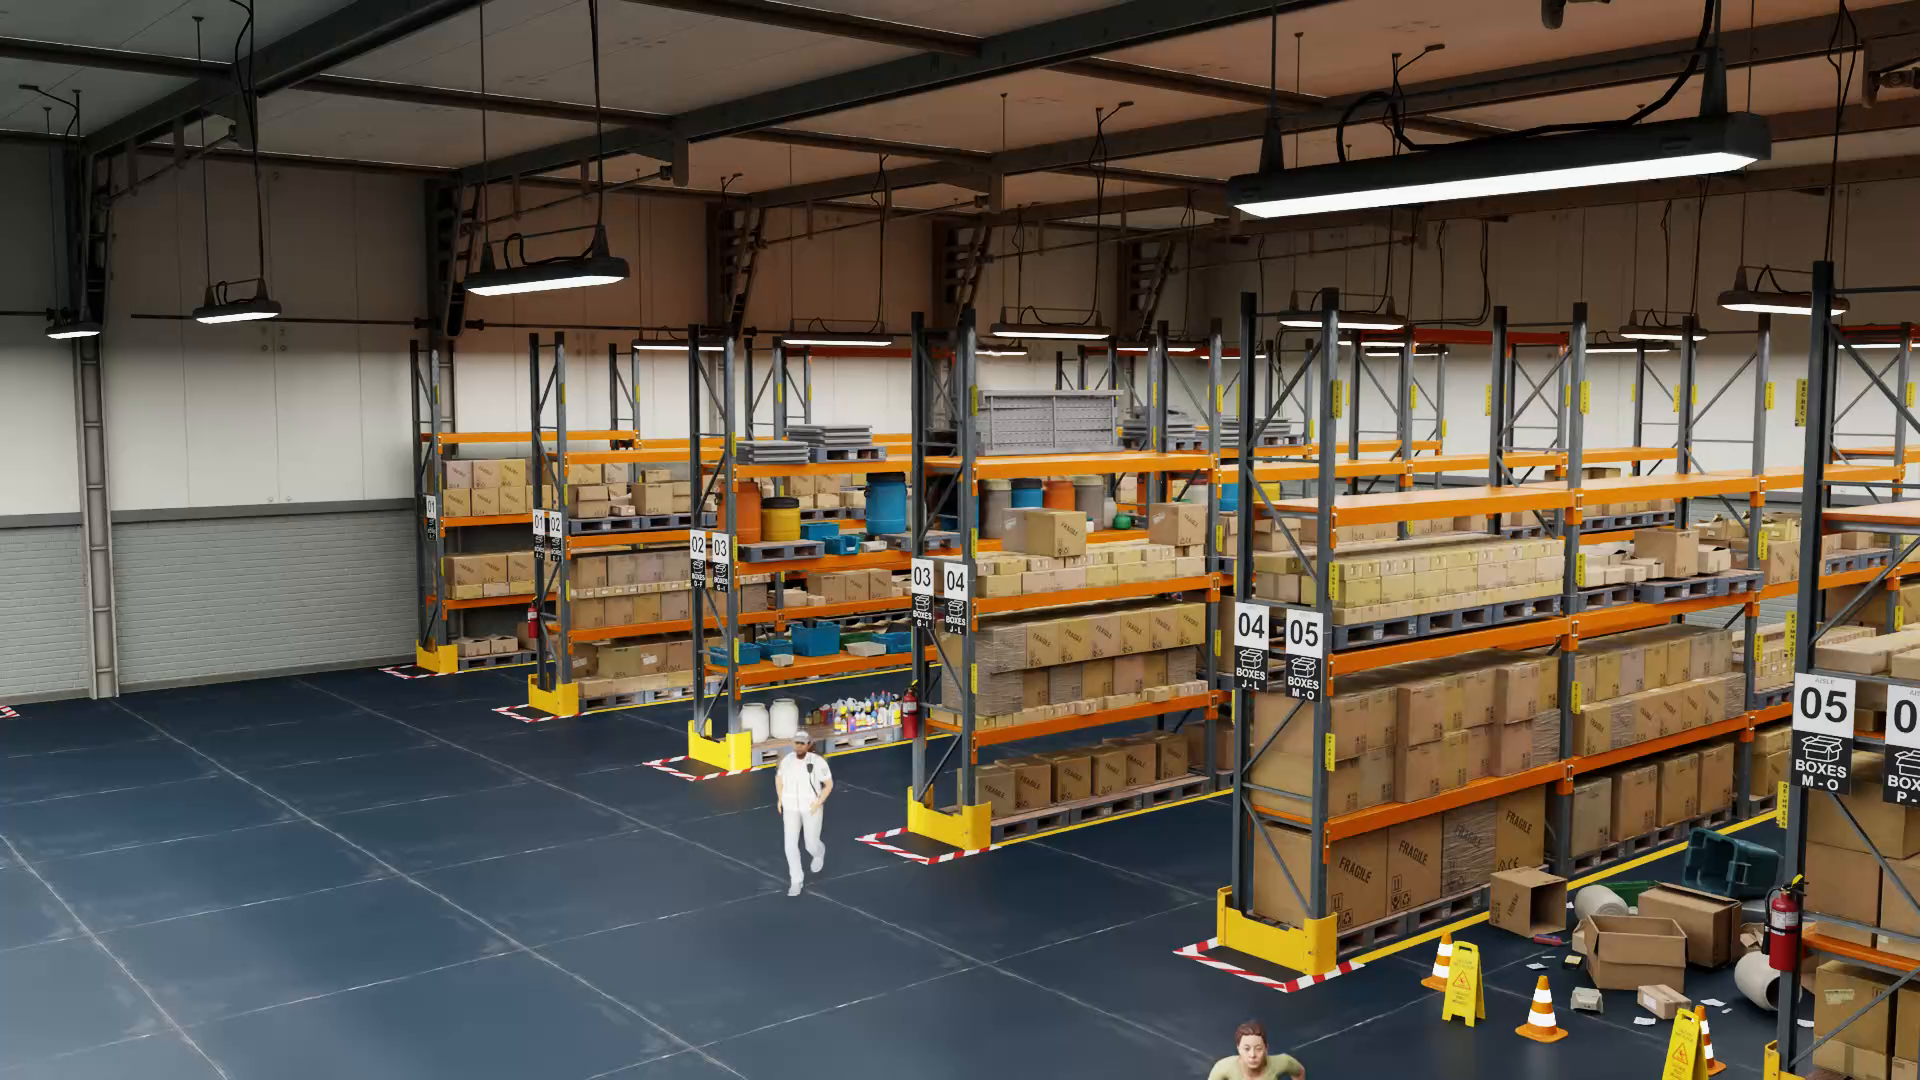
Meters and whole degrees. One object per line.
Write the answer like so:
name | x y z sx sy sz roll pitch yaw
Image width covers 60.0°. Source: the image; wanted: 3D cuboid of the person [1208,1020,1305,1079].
person | 1.680 3.499 9.505 0.562 1.604 0.646 1 5 12

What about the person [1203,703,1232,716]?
person | 3.800 2.087 24.491 0.705 1.651 0.585 -4 7 -39

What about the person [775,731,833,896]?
person | -1.612 2.771 17.172 0.633 1.654 0.754 1 5 8
